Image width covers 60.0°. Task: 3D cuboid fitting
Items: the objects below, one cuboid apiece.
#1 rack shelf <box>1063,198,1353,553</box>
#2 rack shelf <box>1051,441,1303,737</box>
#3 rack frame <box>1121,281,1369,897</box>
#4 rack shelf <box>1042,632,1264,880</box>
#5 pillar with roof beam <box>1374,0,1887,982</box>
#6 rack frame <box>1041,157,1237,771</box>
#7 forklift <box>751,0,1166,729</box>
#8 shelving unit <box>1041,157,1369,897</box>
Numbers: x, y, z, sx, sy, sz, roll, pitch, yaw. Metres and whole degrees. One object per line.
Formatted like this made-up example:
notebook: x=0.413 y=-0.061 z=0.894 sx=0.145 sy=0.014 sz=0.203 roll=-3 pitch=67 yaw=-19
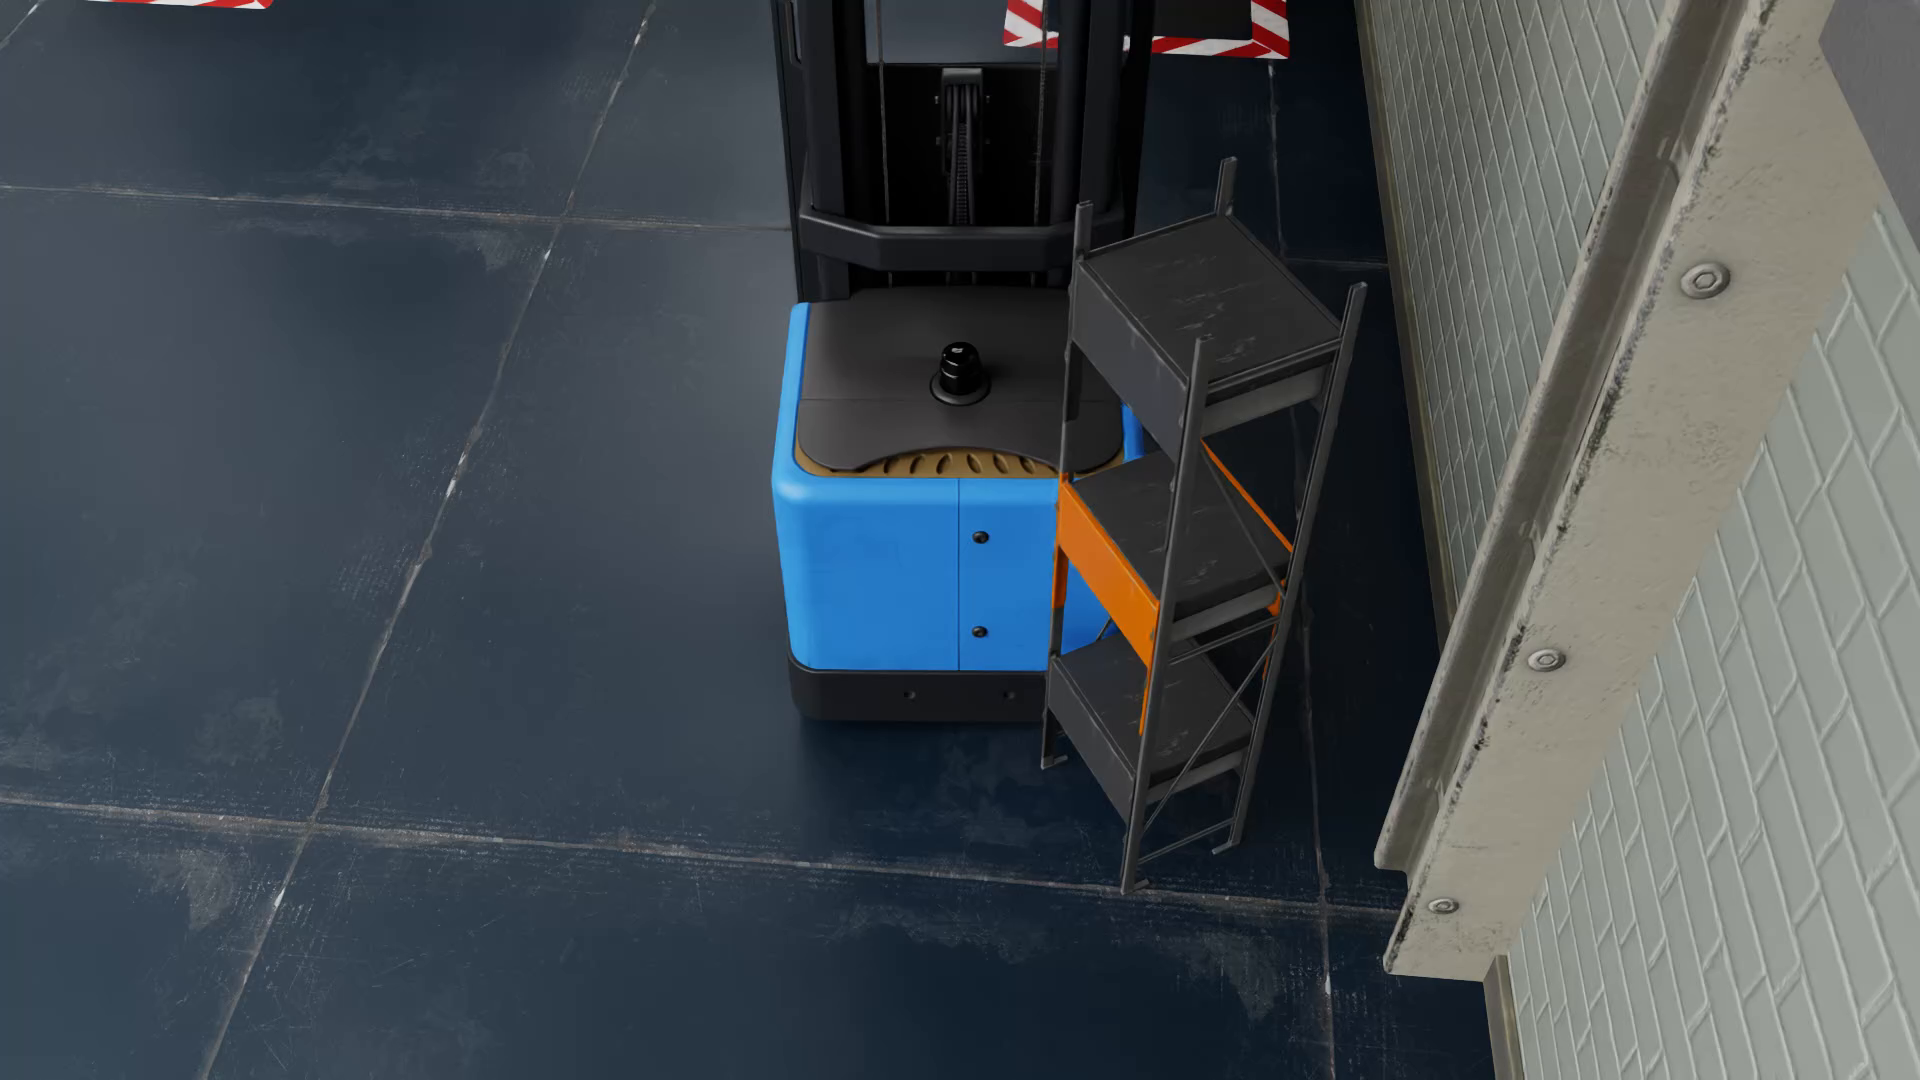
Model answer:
rack shelf: x=0.539 y=-0.371 z=3.737 sx=0.431 sy=0.518 sz=0.480 roll=-20 pitch=51 yaw=-18
rack shelf: x=0.539 y=0.101 z=4.253 sx=0.431 sy=0.518 sz=0.480 roll=-20 pitch=51 yaw=-18
rack frame: x=0.649 y=0.253 z=4.096 sx=0.400 sy=2.100 sz=0.015 roll=-20 pitch=51 yaw=-18
rack shelf: x=0.539 y=0.573 z=4.770 sx=0.431 sy=0.518 sz=0.480 roll=-20 pitch=51 yaw=-18
pillar with roof beam: x=-2.930 y=-2.252 z=1.712 sx=9.100 sy=9.000 sz=0.400 roll=4 pitch=48 yaw=4
rack frame: x=0.430 y=-0.069 z=4.390 sx=0.400 sy=2.100 sz=0.015 roll=-20 pitch=51 yaw=-18
forklift: x=0.060 y=-1.495 z=5.131 sx=1.130 sy=2.935 sz=3.031 roll=4 pitch=48 yaw=3
shelving unit: x=0.539 y=0.092 z=4.243 sx=0.431 sy=2.100 sz=0.503 roll=-20 pitch=51 yaw=-18
